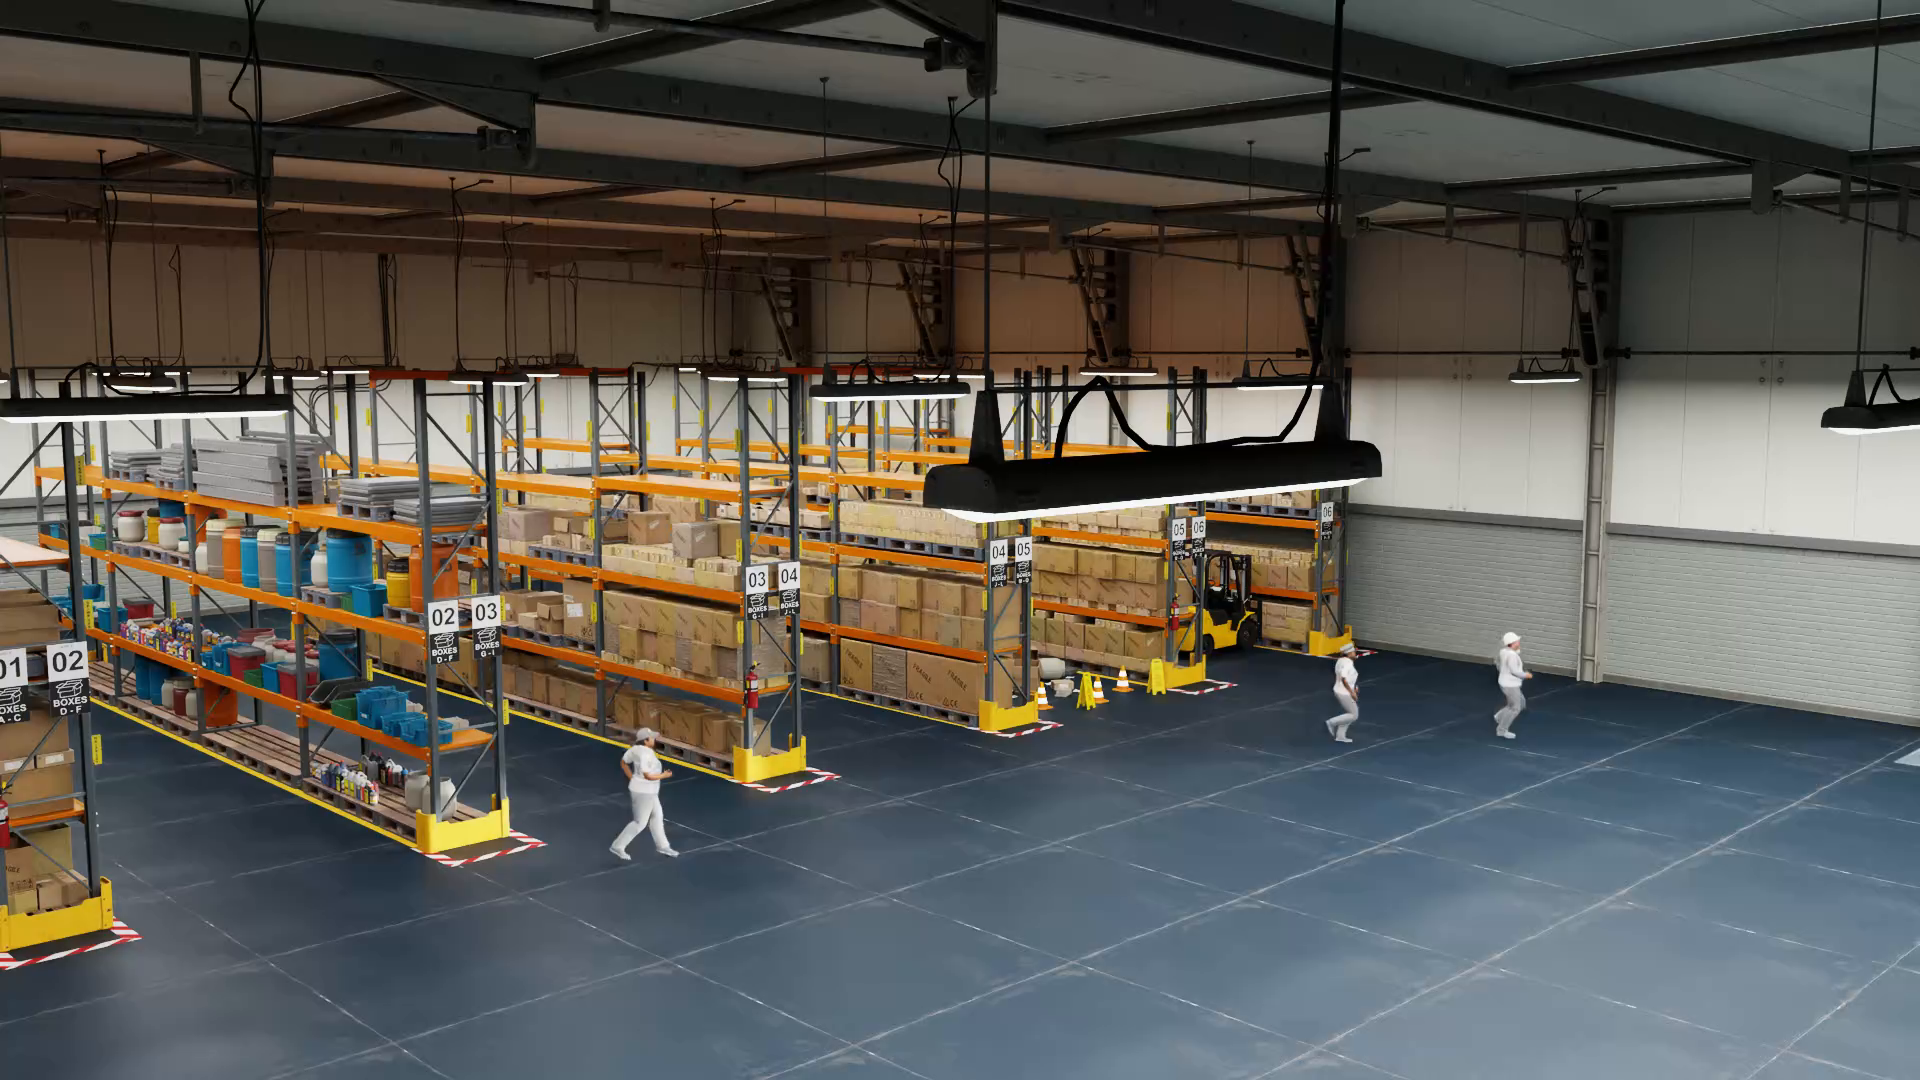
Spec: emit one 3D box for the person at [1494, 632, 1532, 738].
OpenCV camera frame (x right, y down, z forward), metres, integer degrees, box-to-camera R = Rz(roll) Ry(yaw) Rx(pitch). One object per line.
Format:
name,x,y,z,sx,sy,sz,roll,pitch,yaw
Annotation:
person,9.113,2.380,27.365,0.555,1.740,0.708,1,6,6

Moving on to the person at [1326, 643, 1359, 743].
person,6.223,2.483,27.009,0.592,1.648,0.558,0,6,-4

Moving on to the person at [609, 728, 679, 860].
person,-3.914,3.171,20.681,0.834,1.692,0.597,-2,7,-19
